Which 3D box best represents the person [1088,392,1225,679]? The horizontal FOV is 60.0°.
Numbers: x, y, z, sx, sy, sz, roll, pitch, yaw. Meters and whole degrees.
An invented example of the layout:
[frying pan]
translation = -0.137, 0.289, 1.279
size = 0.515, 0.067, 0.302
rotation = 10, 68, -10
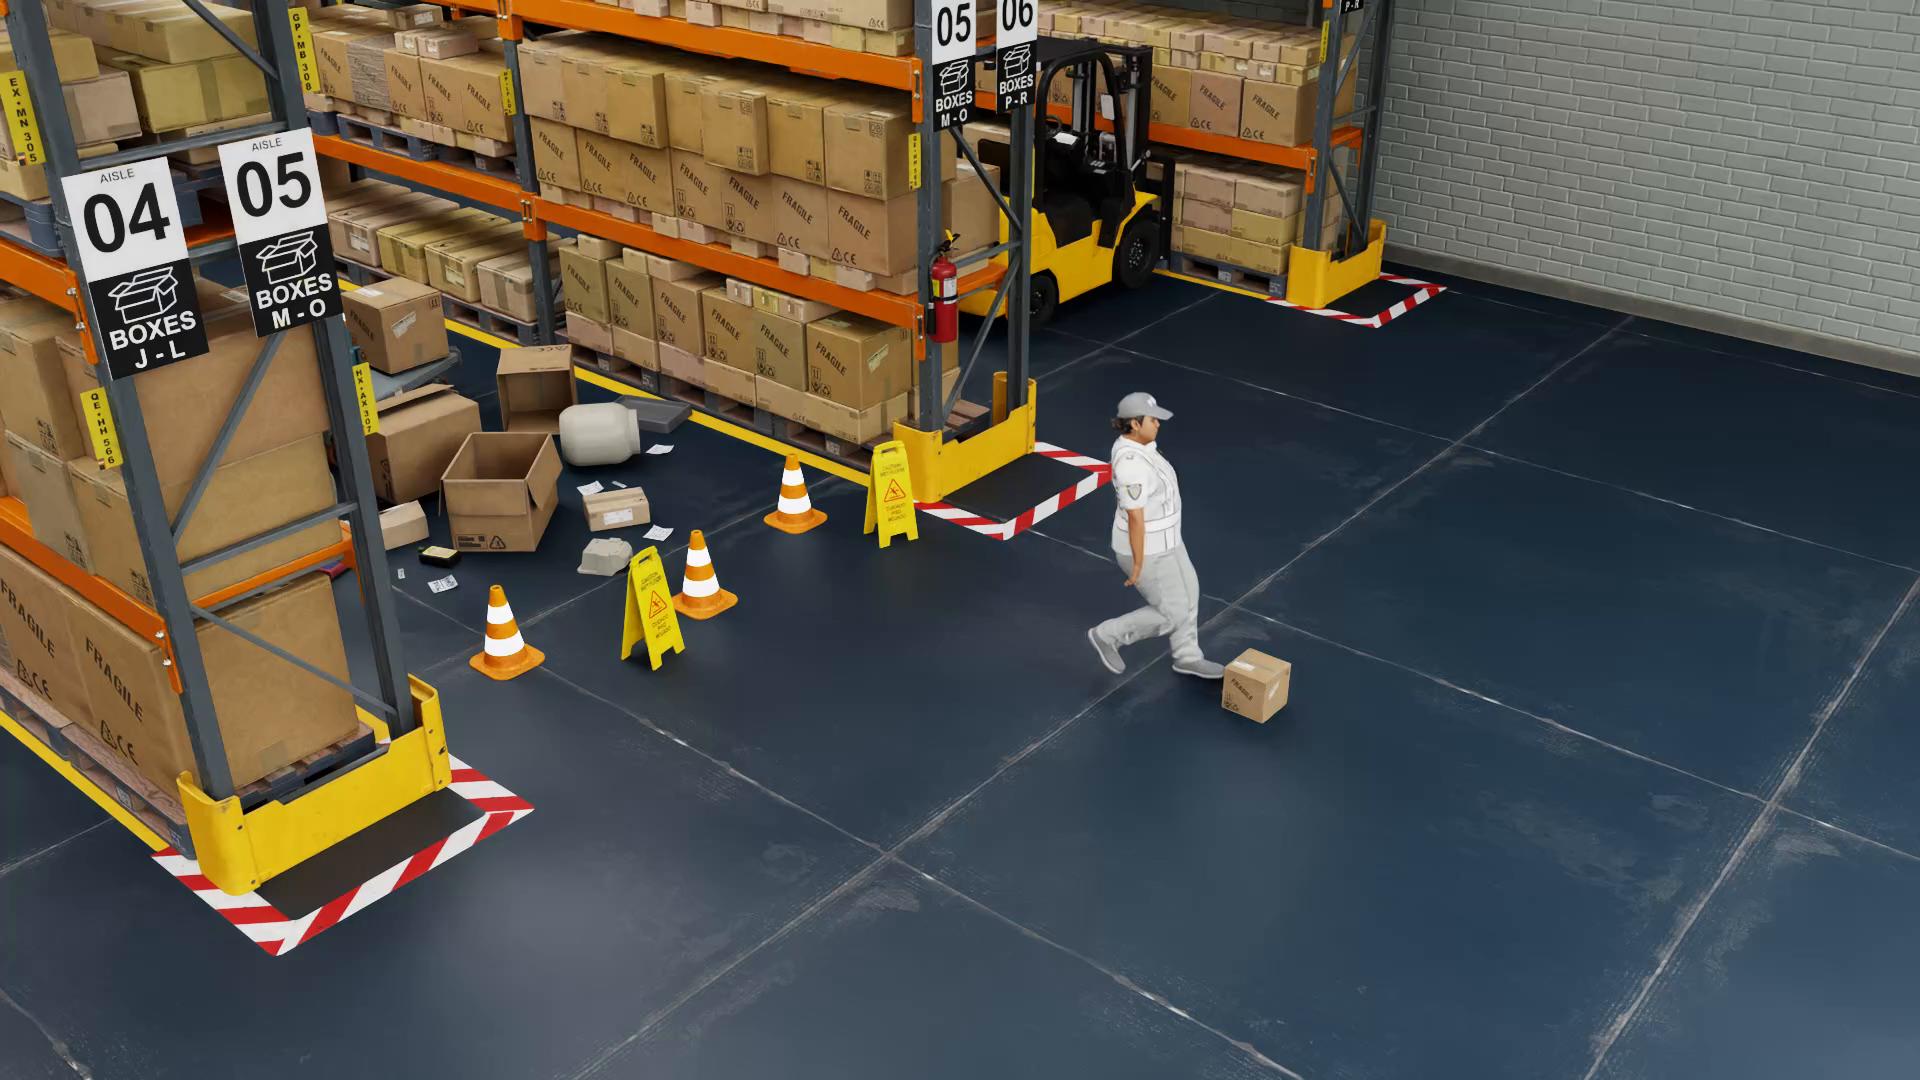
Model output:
[person]
translation = 1.066, 0.012, 8.630
size = 0.757, 1.595, 0.525
rotation = 4, 28, 7
